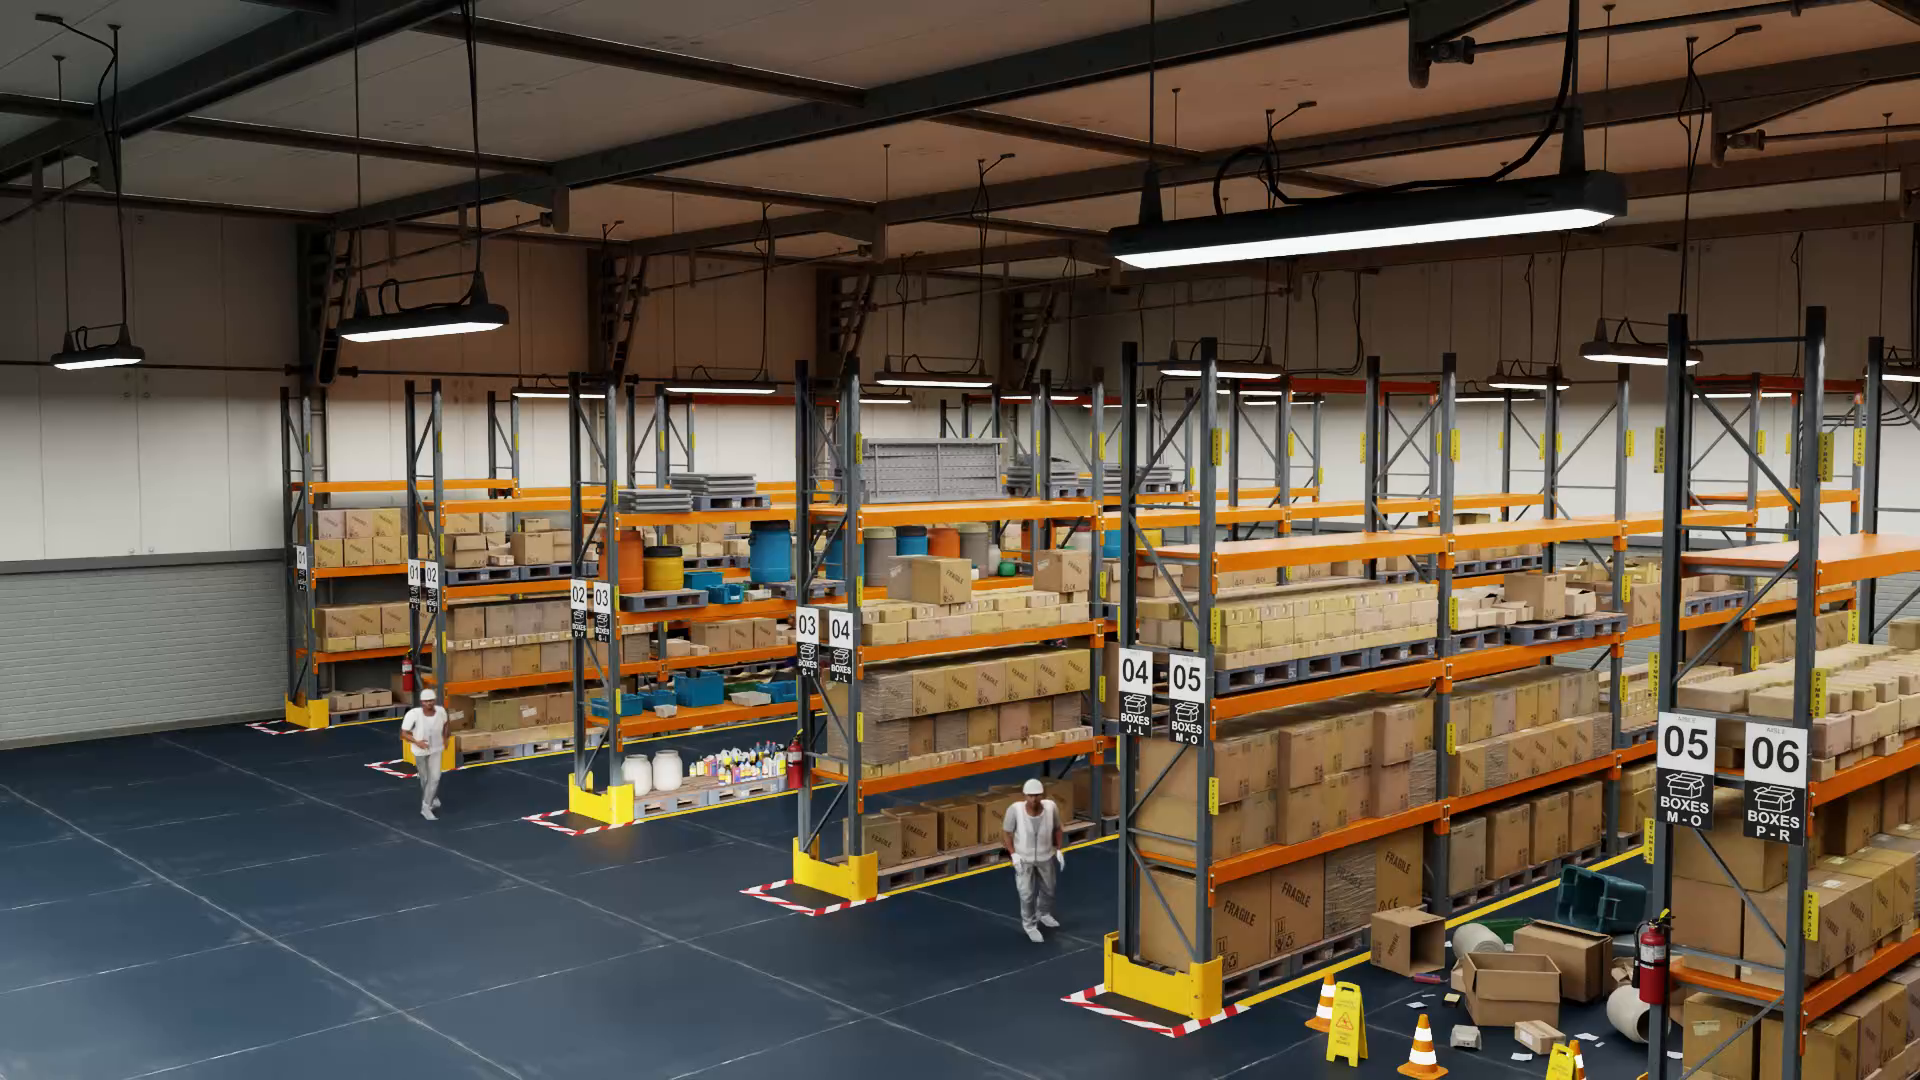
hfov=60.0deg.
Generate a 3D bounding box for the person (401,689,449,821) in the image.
[{"bbox_3d":[-7.237,2.858,22.487,0.651,1.748,0.835,-2,4,-24],"label":"person"}]

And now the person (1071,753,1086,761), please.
[{"bbox_3d":[1.758,2.665,26.264,0.628,1.661,0.612,-2,4,-34],"label":"person"}]

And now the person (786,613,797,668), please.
[{"bbox_3d":[-3.264,2.282,33.507,0.632,1.610,0.781,0,4,6],"label":"person"}]

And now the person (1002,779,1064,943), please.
[{"bbox_3d":[0.735,3.234,16.965,0.662,1.717,0.822,-1,4,-10],"label":"person"}]
